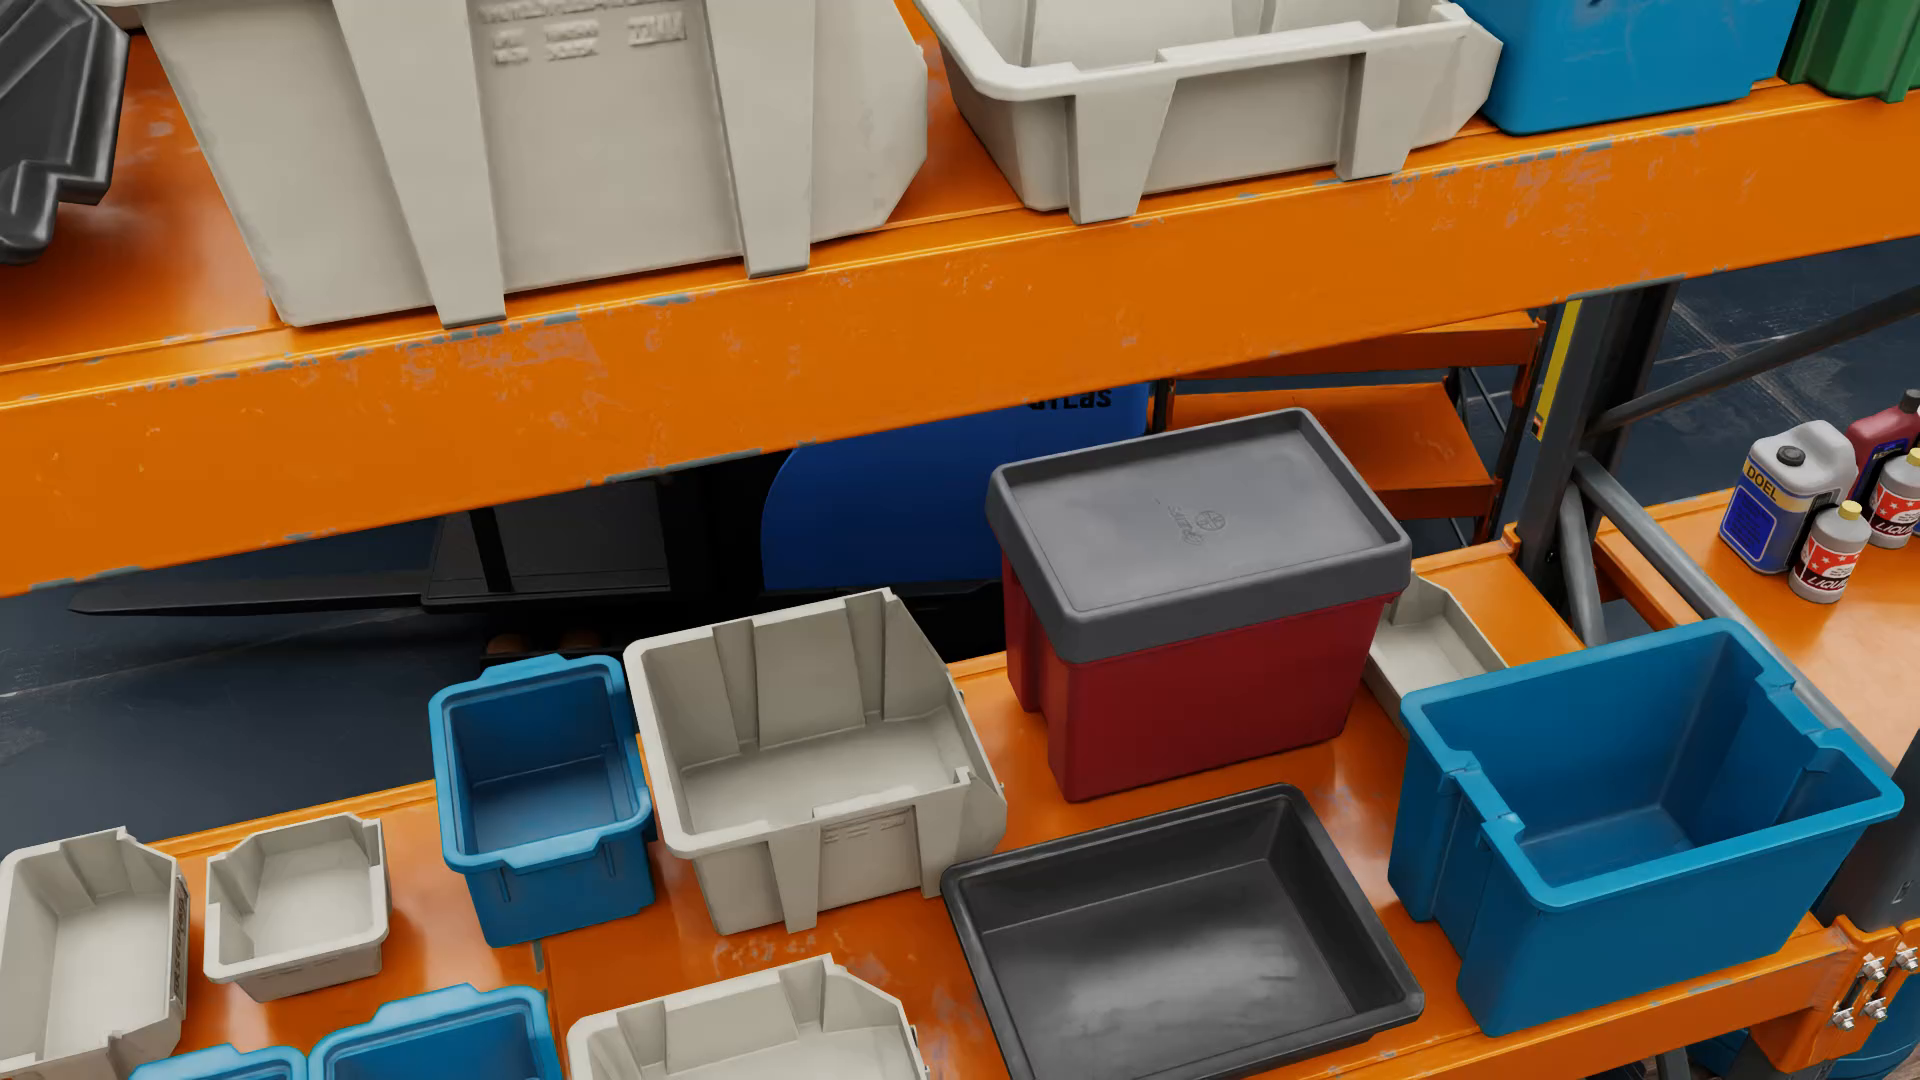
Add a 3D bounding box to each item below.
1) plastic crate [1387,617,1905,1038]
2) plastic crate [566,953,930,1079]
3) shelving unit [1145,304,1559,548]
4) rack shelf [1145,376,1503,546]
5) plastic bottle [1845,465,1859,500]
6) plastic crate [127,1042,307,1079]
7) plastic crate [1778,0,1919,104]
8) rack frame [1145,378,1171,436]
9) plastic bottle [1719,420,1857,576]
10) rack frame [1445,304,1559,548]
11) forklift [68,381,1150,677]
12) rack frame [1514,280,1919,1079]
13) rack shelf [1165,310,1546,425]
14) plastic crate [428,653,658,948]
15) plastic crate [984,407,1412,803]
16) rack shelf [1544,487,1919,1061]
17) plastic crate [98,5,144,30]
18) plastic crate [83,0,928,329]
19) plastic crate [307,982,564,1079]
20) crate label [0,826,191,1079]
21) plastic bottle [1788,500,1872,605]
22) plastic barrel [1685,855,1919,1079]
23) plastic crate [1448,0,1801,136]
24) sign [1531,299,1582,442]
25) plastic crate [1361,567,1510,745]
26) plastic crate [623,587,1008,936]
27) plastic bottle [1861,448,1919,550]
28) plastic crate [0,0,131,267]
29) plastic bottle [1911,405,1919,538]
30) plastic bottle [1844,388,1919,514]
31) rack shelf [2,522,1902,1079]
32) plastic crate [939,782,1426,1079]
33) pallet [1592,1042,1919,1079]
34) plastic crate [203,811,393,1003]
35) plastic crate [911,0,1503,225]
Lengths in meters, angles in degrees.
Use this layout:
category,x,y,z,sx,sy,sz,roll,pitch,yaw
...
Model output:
category,x,y,z,sx,sy,sz,roll,pitch,yaw
plastic crate,0.953,0.435,2.438,0.575,0.384,0.392,-12,42,-13
plastic crate,-0.275,0.755,2.261,0.466,0.136,0.293,-12,42,-13
shelving unit,1.034,-0.393,4.845,1.048,1.125,0.538,-3,41,-4
rack shelf,1.035,-0.209,5.006,1.000,0.278,0.538,-3,41,-4
plastic bottle,1.677,-0.100,3.236,0.097,0.201,0.097,0,41,0
plastic crate,-0.929,0.874,2.051,0.300,0.233,0.416,-12,42,-13
plastic crate,0.983,-0.631,1.573,0.662,0.188,0.450,-12,42,-13
rack frame,0.528,-0.366,4.814,0.032,1.125,0.500,-3,41,-4
plastic bottle,1.575,-0.088,3.166,0.135,0.276,0.152,-12,42,-13
rack frame,1.541,-0.420,4.876,0.032,1.125,0.500,-3,41,-4
forklift,-1.034,-1.040,4.212,3.031,2.935,1.130,-3,41,-4
rack frame,1.296,0.146,2.803,0.127,3.000,1.000,-12,42,-13
rack shelf,1.034,-0.613,4.652,1.000,0.278,0.538,-3,41,-4
plastic crate,-0.638,0.410,2.583,0.300,0.233,0.416,-12,42,-13
plastic crate,0.369,0.118,2.741,0.583,0.464,0.402,-12,42,-13
rack shelf,3.203,0.021,3.493,4.000,0.370,1.077,-12,42,-13
plastic crate,-0.623,-0.658,1.644,0.530,0.136,0.437,-12,42,-13
plastic crate,-0.313,-0.393,1.230,0.530,0.282,0.437,-12,42,-13
plastic crate,-0.643,0.815,2.119,0.300,0.233,0.416,-12,42,-13
crate label,-1.257,0.619,2.416,0.243,0.136,0.396,-12,42,-13
plastic bottle,1.630,0.014,3.105,0.097,0.201,0.097,0,41,0
plastic barrel,1.820,0.681,3.467,0.708,0.901,0.600,-12,42,-13
plastic crate,0.523,-0.541,1.436,0.300,0.233,0.416,-12,42,-13
sign,1.132,-0.304,3.108,0.005,0.325,0.100,-12,42,-13
plastic crate,0.809,0.225,2.868,0.243,0.136,0.396,-12,42,-13
plastic crate,-0.216,0.354,2.610,0.530,0.282,0.437,-12,42,-13
plastic bottle,1.823,-0.089,3.223,0.097,0.201,0.097,0,41,0
plastic crate,-0.980,-0.300,1.080,0.767,0.338,0.504,-12,42,-13
plastic bottle,1.923,-0.161,3.248,0.135,0.276,0.152,-12,42,-13
plastic bottle,1.782,-0.166,3.248,0.133,0.283,0.061,-12,42,-13
rack shelf,-0.612,0.812,2.588,4.000,0.370,1.077,-12,42,-13
plastic crate,0.309,0.616,2.428,0.590,0.125,0.437,-12,42,-13
pallet,2.044,1.069,3.866,1.213,0.211,1.003,-12,42,-13
plastic crate,-0.980,0.549,2.496,0.250,0.136,0.298,-12,42,-13
plastic crate,0.197,-0.395,1.342,0.466,0.136,0.293,-12,42,-13
